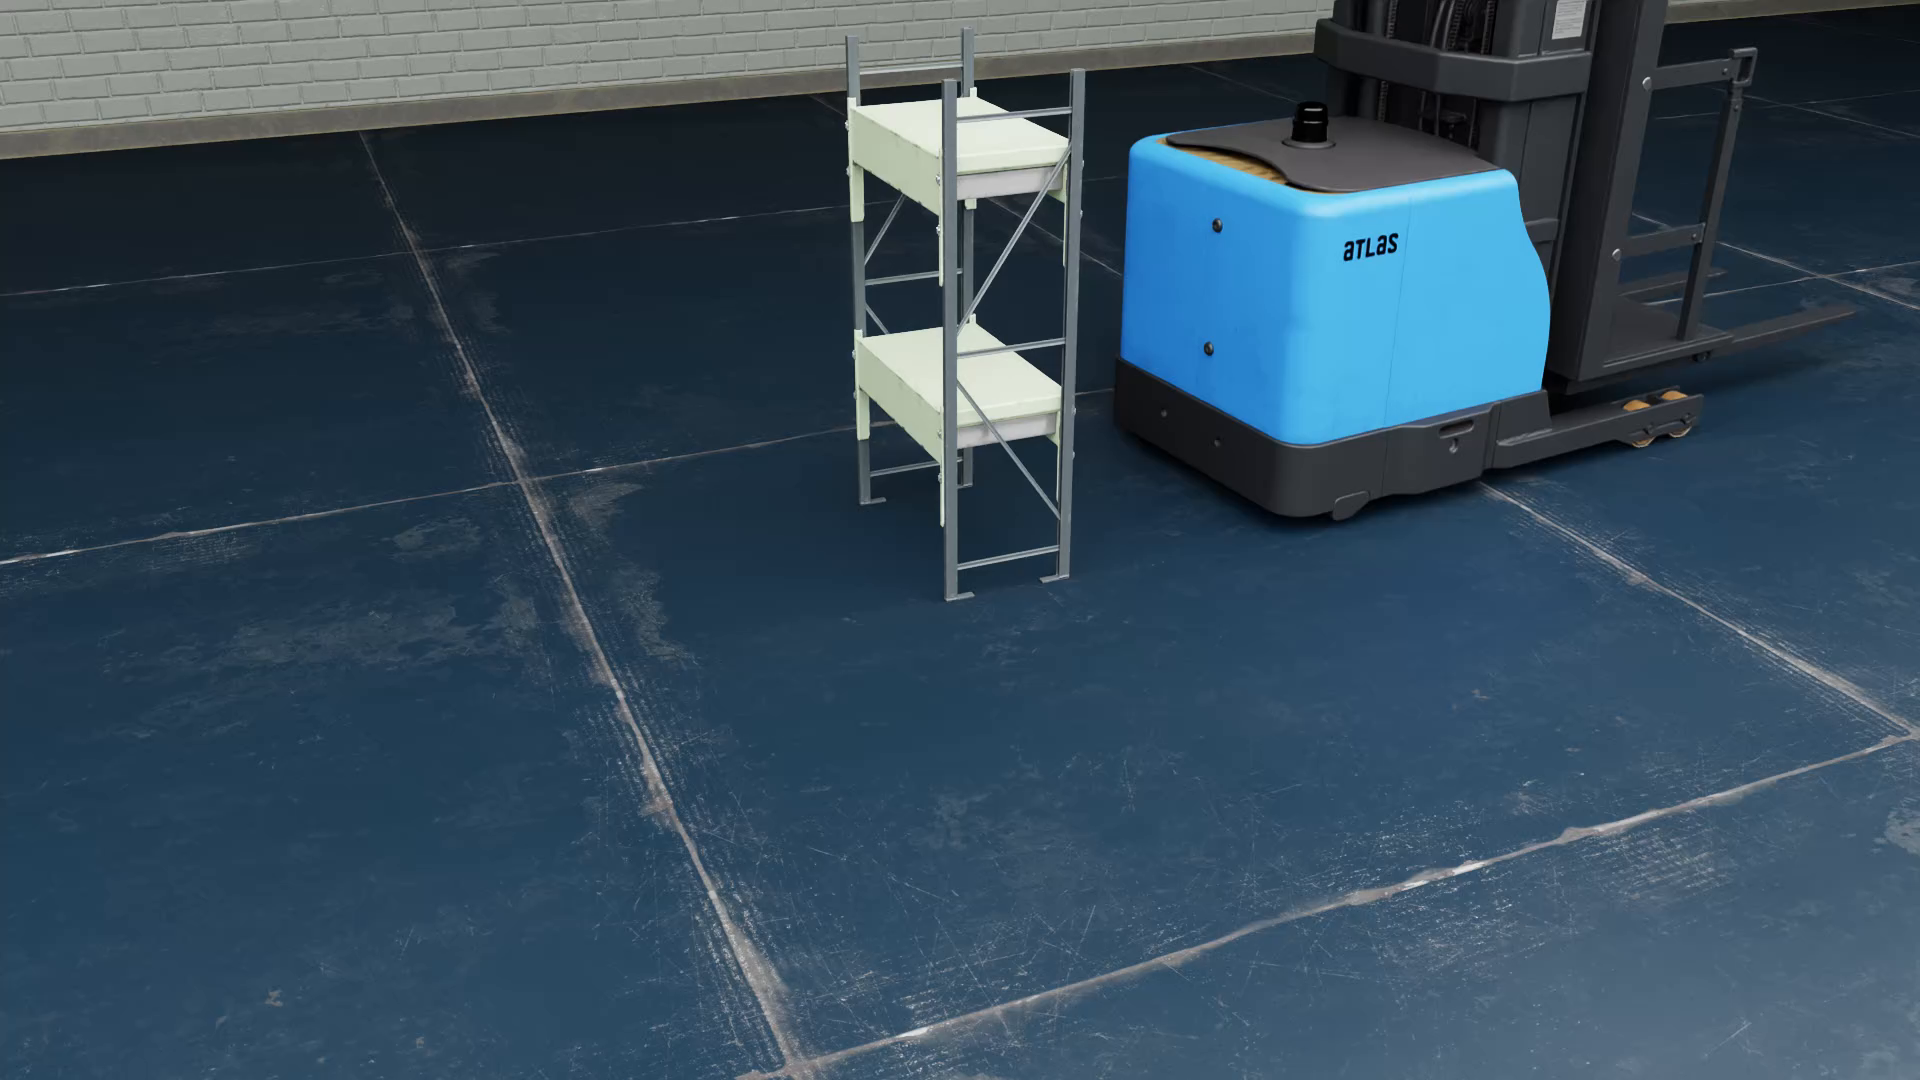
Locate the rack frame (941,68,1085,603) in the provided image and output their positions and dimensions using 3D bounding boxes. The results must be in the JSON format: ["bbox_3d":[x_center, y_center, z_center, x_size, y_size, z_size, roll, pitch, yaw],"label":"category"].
[{"bbox_3d":[0.141,-0.529,4.624,0.400,1.500,0.023,-11,28,-21],"label":"rack frame"}]

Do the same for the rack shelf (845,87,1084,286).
[{"bbox_3d":[-0.003,-1.027,4.755,0.431,0.370,0.720,-11,28,-21],"label":"rack shelf"}]

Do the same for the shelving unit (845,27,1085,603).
[{"bbox_3d":[-0.003,-0.677,4.926,0.431,1.500,0.755,-11,28,-21],"label":"shelving unit"}]

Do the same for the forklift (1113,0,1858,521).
[{"bbox_3d":[2.090,-1.832,5.662,3.031,2.935,1.130,-14,29,-26],"label":"forklift"}]

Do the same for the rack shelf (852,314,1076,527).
[{"bbox_3d":[-0.003,-0.384,5.070,0.431,0.370,0.720,-11,28,-21],"label":"rack shelf"}]

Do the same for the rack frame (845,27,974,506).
[{"bbox_3d":[-0.146,-0.824,5.229,0.400,1.500,0.023,-11,28,-21],"label":"rack frame"}]
